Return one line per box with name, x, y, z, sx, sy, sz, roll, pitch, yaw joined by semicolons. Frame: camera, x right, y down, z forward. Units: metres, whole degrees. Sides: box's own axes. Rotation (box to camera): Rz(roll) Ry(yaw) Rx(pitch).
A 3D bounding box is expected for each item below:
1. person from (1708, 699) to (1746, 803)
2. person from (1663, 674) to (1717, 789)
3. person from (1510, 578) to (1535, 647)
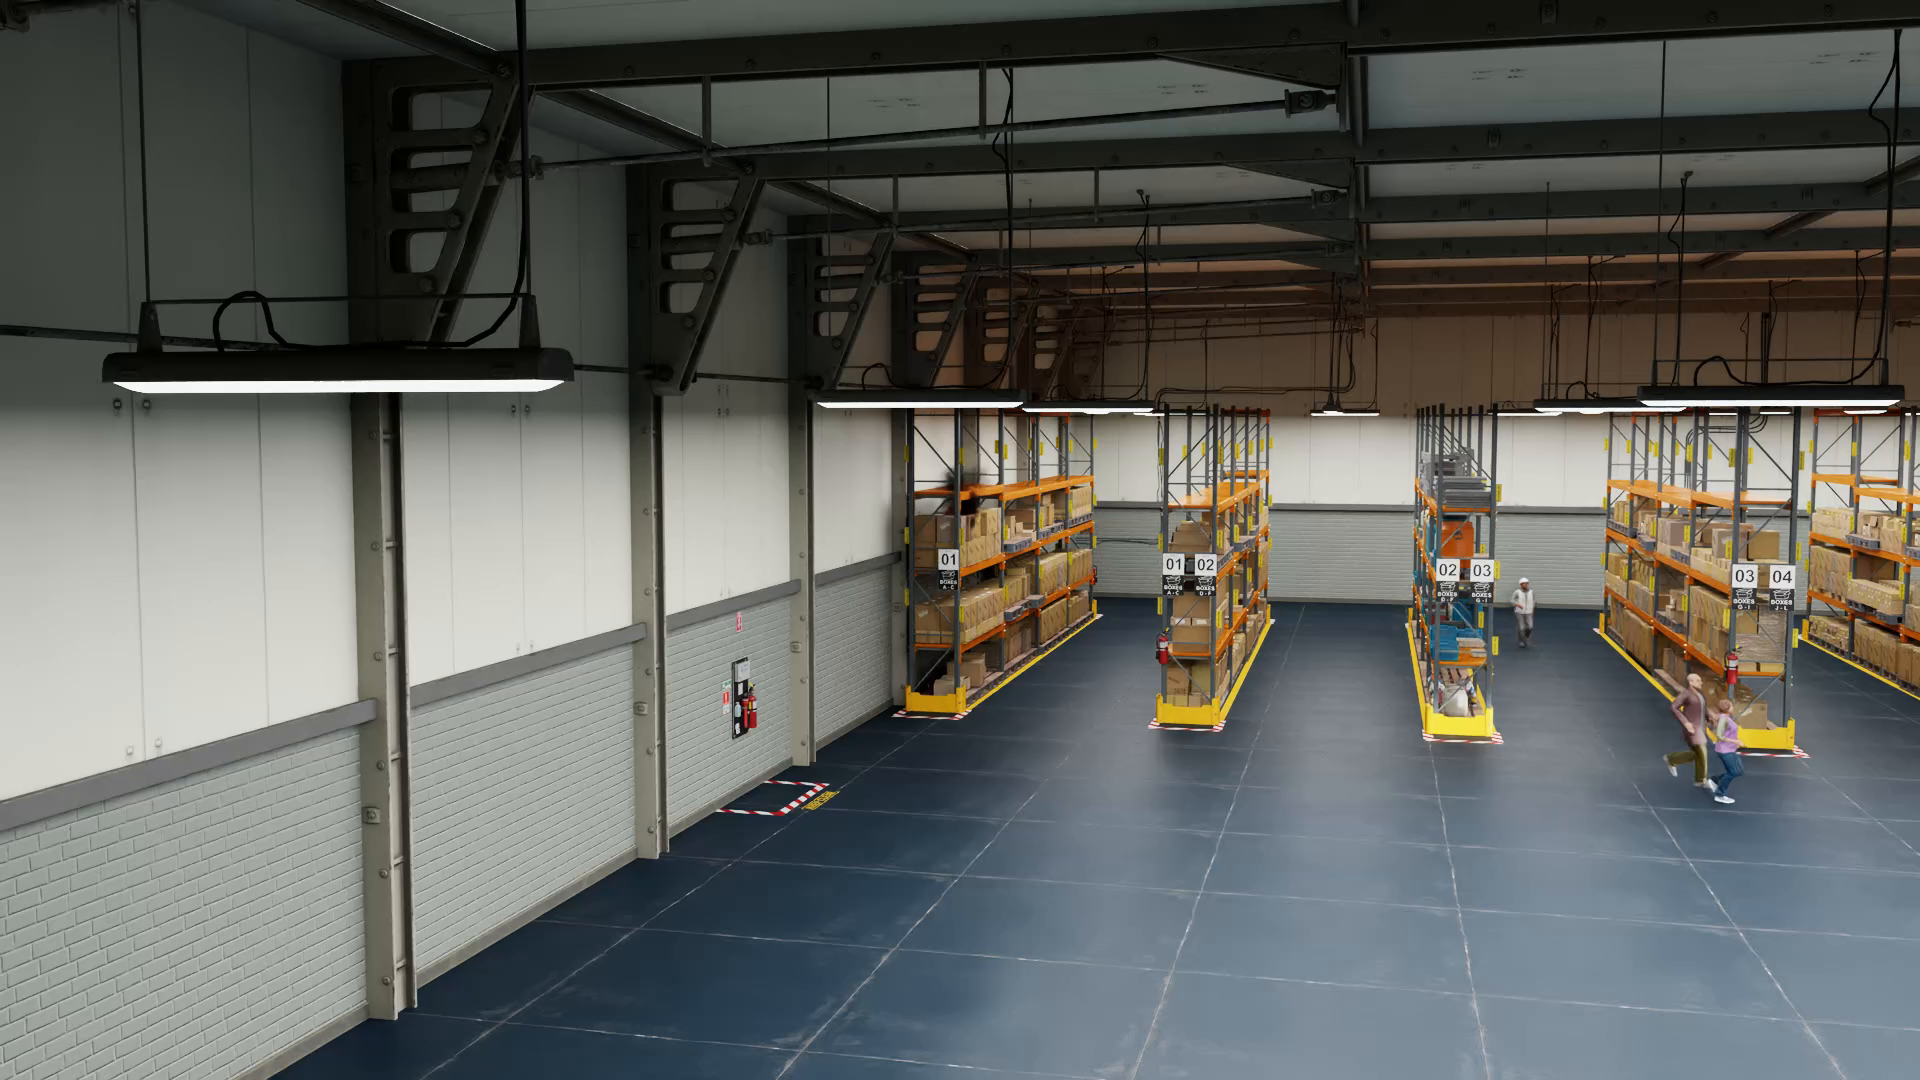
person;11.432;3.141;24.762;0.551;1.553;0.530;3;5;38
person;11.393;2.951;25.935;0.743;1.750;0.934;-3;5;-39
person;14.121;1.819;41.630;0.666;1.746;0.621;0;4;4
